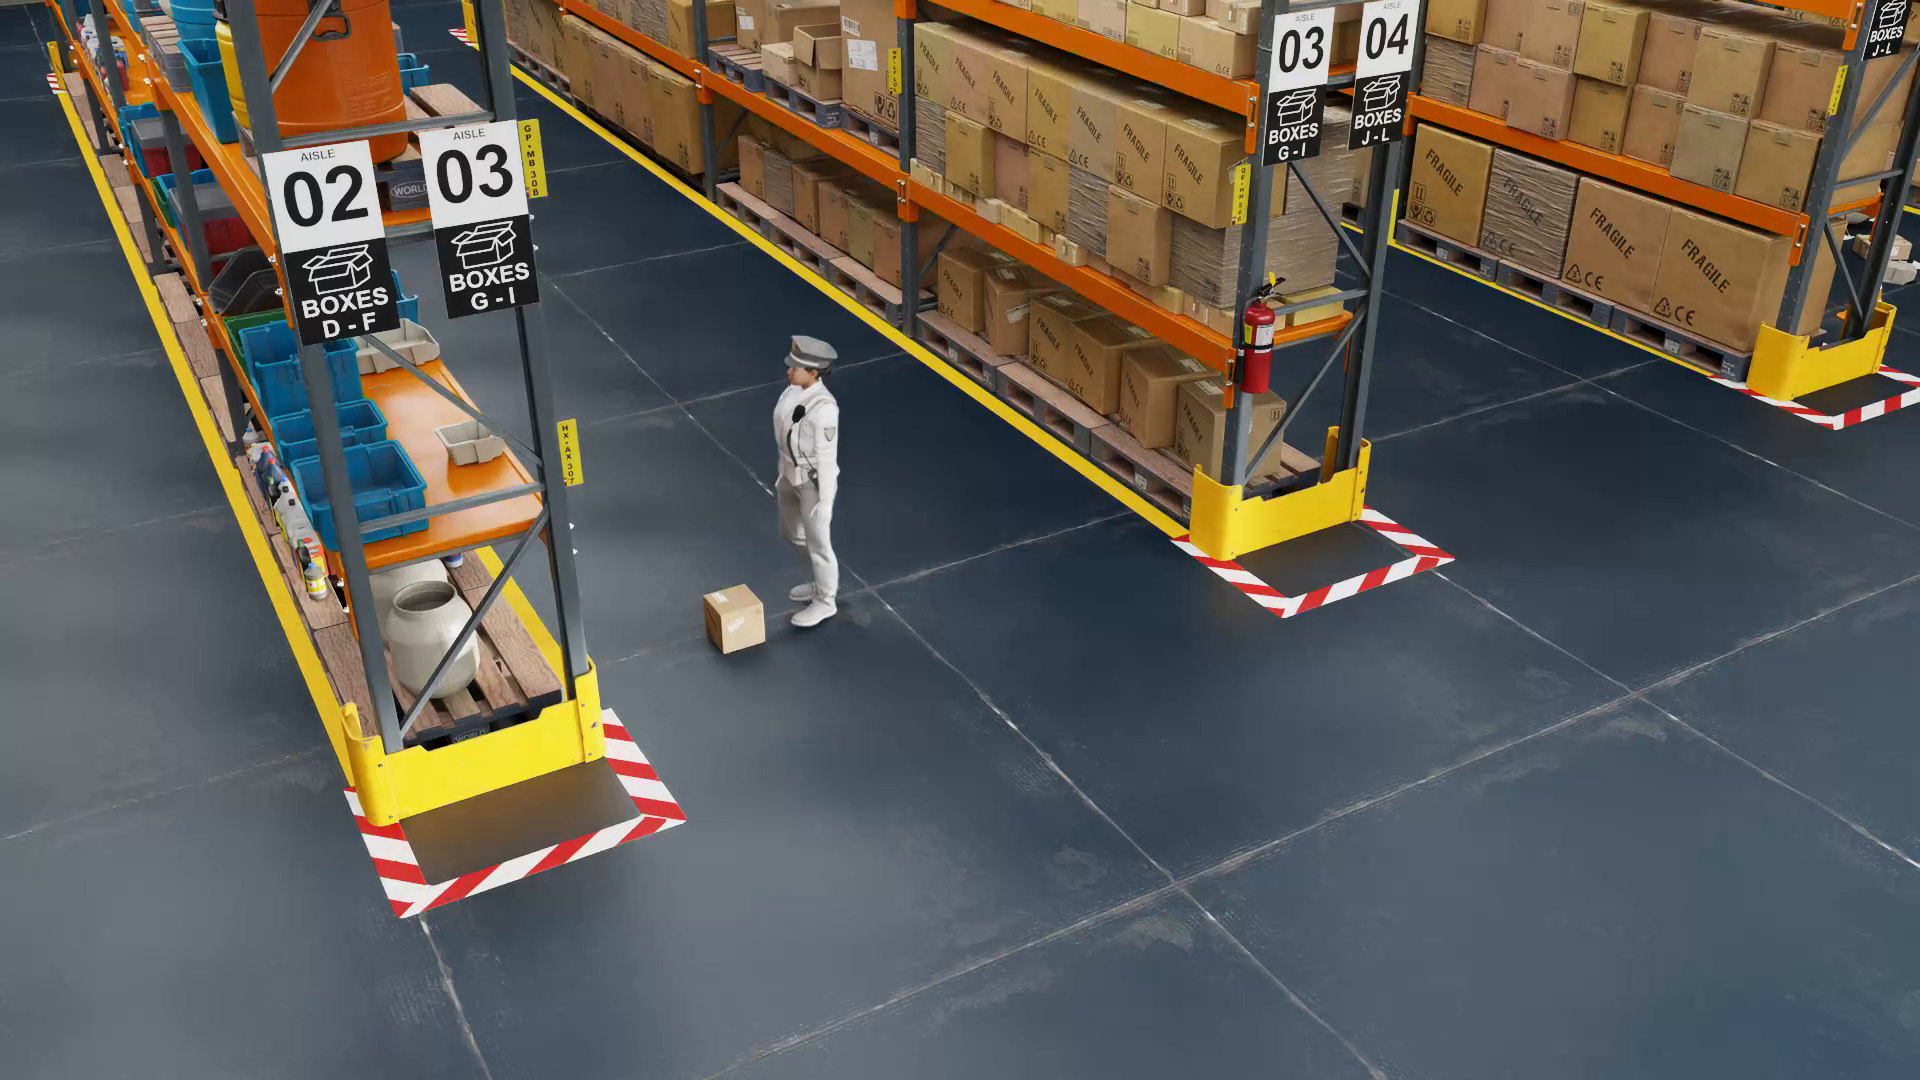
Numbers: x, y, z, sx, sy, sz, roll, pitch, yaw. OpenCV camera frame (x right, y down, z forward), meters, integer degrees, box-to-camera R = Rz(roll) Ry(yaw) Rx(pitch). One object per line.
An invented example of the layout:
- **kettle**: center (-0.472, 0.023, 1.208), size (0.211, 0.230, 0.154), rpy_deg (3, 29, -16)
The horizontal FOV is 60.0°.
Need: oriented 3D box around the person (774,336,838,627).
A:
- **person**: center (-0.820, -0.321, 9.083), size (0.375, 1.695, 0.518), rpy_deg (-16, 33, -26)
